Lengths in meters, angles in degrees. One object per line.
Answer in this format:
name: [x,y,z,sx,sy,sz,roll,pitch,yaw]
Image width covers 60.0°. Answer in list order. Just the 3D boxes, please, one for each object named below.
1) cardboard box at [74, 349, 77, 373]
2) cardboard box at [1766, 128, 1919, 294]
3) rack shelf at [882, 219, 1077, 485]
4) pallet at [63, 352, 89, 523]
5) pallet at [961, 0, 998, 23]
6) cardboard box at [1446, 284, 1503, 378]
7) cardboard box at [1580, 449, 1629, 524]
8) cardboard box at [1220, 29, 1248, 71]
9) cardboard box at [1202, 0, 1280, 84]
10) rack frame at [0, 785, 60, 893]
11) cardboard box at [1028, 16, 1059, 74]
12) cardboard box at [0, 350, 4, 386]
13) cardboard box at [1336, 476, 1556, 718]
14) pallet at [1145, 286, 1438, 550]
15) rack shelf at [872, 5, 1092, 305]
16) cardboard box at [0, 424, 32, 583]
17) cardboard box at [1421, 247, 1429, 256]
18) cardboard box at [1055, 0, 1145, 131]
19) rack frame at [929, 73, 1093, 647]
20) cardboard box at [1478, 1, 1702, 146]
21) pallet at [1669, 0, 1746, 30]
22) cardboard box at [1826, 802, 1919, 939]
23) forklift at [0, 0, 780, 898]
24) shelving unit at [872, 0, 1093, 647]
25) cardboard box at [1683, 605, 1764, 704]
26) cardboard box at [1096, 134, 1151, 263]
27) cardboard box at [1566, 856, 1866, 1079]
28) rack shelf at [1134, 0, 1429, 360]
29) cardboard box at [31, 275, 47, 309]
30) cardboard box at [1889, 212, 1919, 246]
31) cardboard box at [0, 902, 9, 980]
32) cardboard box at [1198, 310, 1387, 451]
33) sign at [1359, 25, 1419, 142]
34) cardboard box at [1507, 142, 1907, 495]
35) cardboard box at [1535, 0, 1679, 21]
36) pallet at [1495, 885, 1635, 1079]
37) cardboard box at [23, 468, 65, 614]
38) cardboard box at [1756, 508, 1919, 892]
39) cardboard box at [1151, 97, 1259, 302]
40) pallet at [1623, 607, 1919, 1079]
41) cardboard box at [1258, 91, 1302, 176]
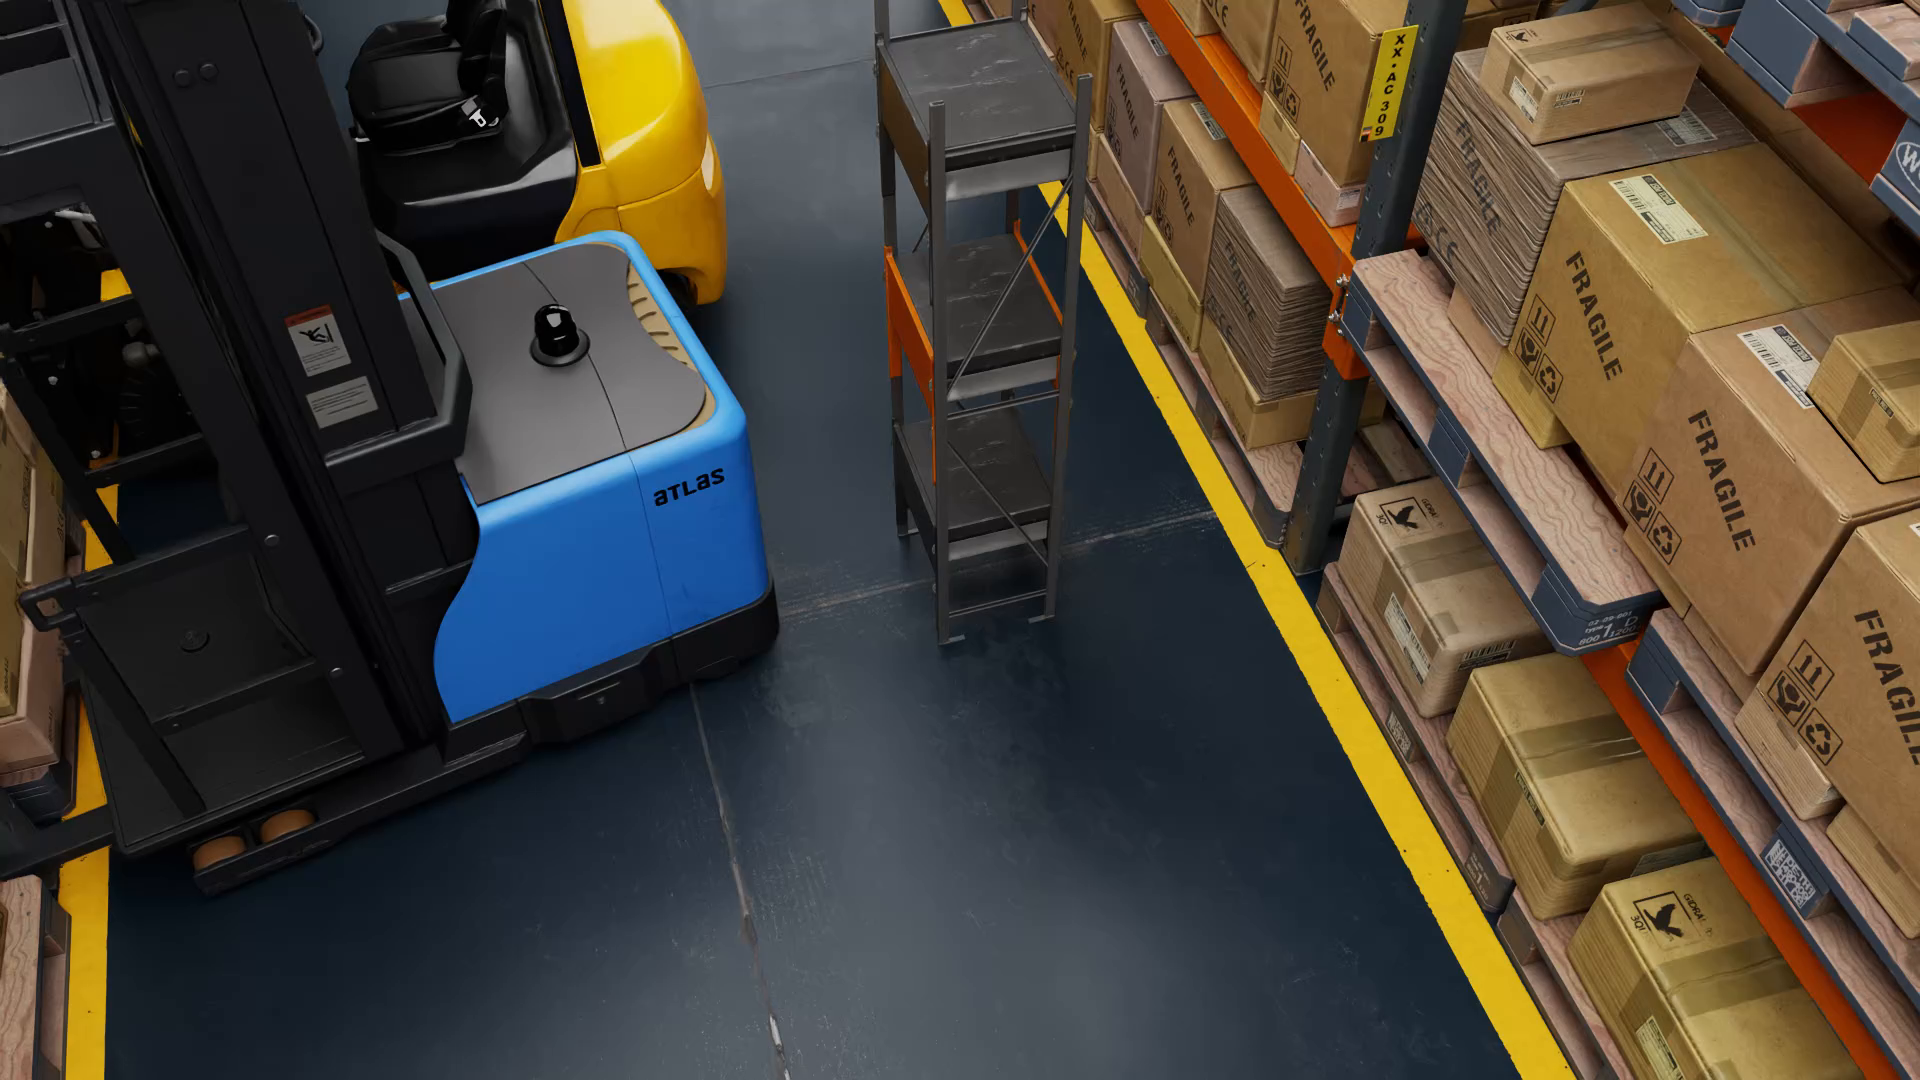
cardboard box: [-3.433,-0.662,5.870,0.500,0.250,0.500,-12,51,-10]
cardboard box: [2.101,-0.611,3.769,0.500,0.500,0.500,-13,51,-11]
rack shelf: [0.049,-0.547,4.856,0.431,0.518,0.480,-13,51,-11]
pallet: [-3.703,-0.454,5.995,1.003,0.211,1.213,-13,51,-11]
pallet: [0.643,-2.361,7.602,1.003,0.211,1.213,-13,51,-11]
cardboard box: [1.459,-0.574,4.162,0.380,0.149,0.250,-13,51,-10]
cardboard box: [1.681,-0.200,3.846,0.380,0.149,0.250,-10,51,-9]
cardboard box: [1.068,-1.653,5.346,0.380,0.149,0.250,-14,51,-11]
cardboard box: [1.070,-1.766,5.017,0.500,0.500,0.500,-12,51,-10]
rack frame: [-3.143,0.130,3.678,1.000,3.000,0.127,-13,51,-11]
cardboard box: [0.533,-2.139,7.115,0.500,0.250,0.500,-12,51,-10]
cardboard box: [-3.286,-0.602,5.165,0.500,0.250,0.500,-12,51,-10]
cardboard box: [1.755,0.099,5.148,0.950,0.372,0.625,-13,51,-11]
pallet: [1.365,-0.579,6.100,1.003,0.211,1.213,-13,51,-11]
rack shelf: [0.049,-0.998,4.321,0.431,0.518,0.480,-13,51,-11]
cardboard box: [-3.142,-0.071,5.044,0.500,0.250,0.500,-14,51,-11]
cardboard box: [1.681,-0.978,5.645,0.500,0.500,0.500,-11,51,-9]
cardboard box: [0.696,-1.989,6.498,0.500,0.500,0.500,-12,51,-10]
rack frame: [0.121,-0.378,4.695,0.400,2.100,0.015,-13,51,-11]
cardboard box: [1.399,-1.044,3.709,0.380,0.149,0.250,-14,51,-11]
pallet: [1.678,-1.426,3.151,1.213,0.211,1.003,-13,51,-11]
cardboard box: [1.925,0.572,3.195,0.380,0.149,0.250,-15,51,-12]
forklift: [-2.133,-0.386,4.158,3.031,2.935,1.130,-22,53,-18]
shelving unit: [0.049,-0.556,4.845,0.431,2.100,0.503,-13,51,-11]
cardboard box: [1.789,0.178,3.527,0.380,0.149,0.250,-13,51,-11]
cardboard box: [0.853,-1.374,6.470,0.500,0.250,0.500,-13,51,-10]
cardboard box: [2.178,1.131,4.279,0.950,0.372,0.625,-12,51,-10]
rack shelf: [1.006,-2.224,6.133,1.077,0.370,4.000,-13,51,-11]
cardboard box: [-3.428,-0.809,5.667,0.500,0.250,0.500,-13,51,-11]
cardboard box: [2.166,-0.681,3.403,0.380,0.149,0.250,-15,51,-12]
cardboard box: [-2.978,1.139,4.107,0.875,0.625,0.625,-11,51,-9]
cardboard box: [1.166,-0.615,5.830,0.500,0.250,0.500,-11,51,-9]
sign: [1.081,-1.146,4.188,0.100,0.325,0.005,-13,51,-11]
cardboard box: [1.611,-0.485,3.663,0.500,0.500,0.500,-13,51,-11]
cardboard box: [1.734,-1.507,4.799,0.500,0.500,0.500,-13,51,-11]
pallet: [2.194,1.365,4.461,1.003,0.211,1.213,-13,51,-11]
cardboard box: [-3.135,0.086,5.240,0.500,0.250,0.500,-14,51,-12]
cardboard box: [1.906,0.252,3.041,0.500,0.500,0.500,-15,52,-12]
cardboard box: [1.014,-1.228,5.857,0.500,0.500,0.500,-12,51,-10]
pallet: [2.156,0.552,3.448,1.003,0.211,1.213,-13,51,-11]
cardboard box: [1.131,-1.260,5.015,0.380,0.149,0.250,-12,51,-10]
